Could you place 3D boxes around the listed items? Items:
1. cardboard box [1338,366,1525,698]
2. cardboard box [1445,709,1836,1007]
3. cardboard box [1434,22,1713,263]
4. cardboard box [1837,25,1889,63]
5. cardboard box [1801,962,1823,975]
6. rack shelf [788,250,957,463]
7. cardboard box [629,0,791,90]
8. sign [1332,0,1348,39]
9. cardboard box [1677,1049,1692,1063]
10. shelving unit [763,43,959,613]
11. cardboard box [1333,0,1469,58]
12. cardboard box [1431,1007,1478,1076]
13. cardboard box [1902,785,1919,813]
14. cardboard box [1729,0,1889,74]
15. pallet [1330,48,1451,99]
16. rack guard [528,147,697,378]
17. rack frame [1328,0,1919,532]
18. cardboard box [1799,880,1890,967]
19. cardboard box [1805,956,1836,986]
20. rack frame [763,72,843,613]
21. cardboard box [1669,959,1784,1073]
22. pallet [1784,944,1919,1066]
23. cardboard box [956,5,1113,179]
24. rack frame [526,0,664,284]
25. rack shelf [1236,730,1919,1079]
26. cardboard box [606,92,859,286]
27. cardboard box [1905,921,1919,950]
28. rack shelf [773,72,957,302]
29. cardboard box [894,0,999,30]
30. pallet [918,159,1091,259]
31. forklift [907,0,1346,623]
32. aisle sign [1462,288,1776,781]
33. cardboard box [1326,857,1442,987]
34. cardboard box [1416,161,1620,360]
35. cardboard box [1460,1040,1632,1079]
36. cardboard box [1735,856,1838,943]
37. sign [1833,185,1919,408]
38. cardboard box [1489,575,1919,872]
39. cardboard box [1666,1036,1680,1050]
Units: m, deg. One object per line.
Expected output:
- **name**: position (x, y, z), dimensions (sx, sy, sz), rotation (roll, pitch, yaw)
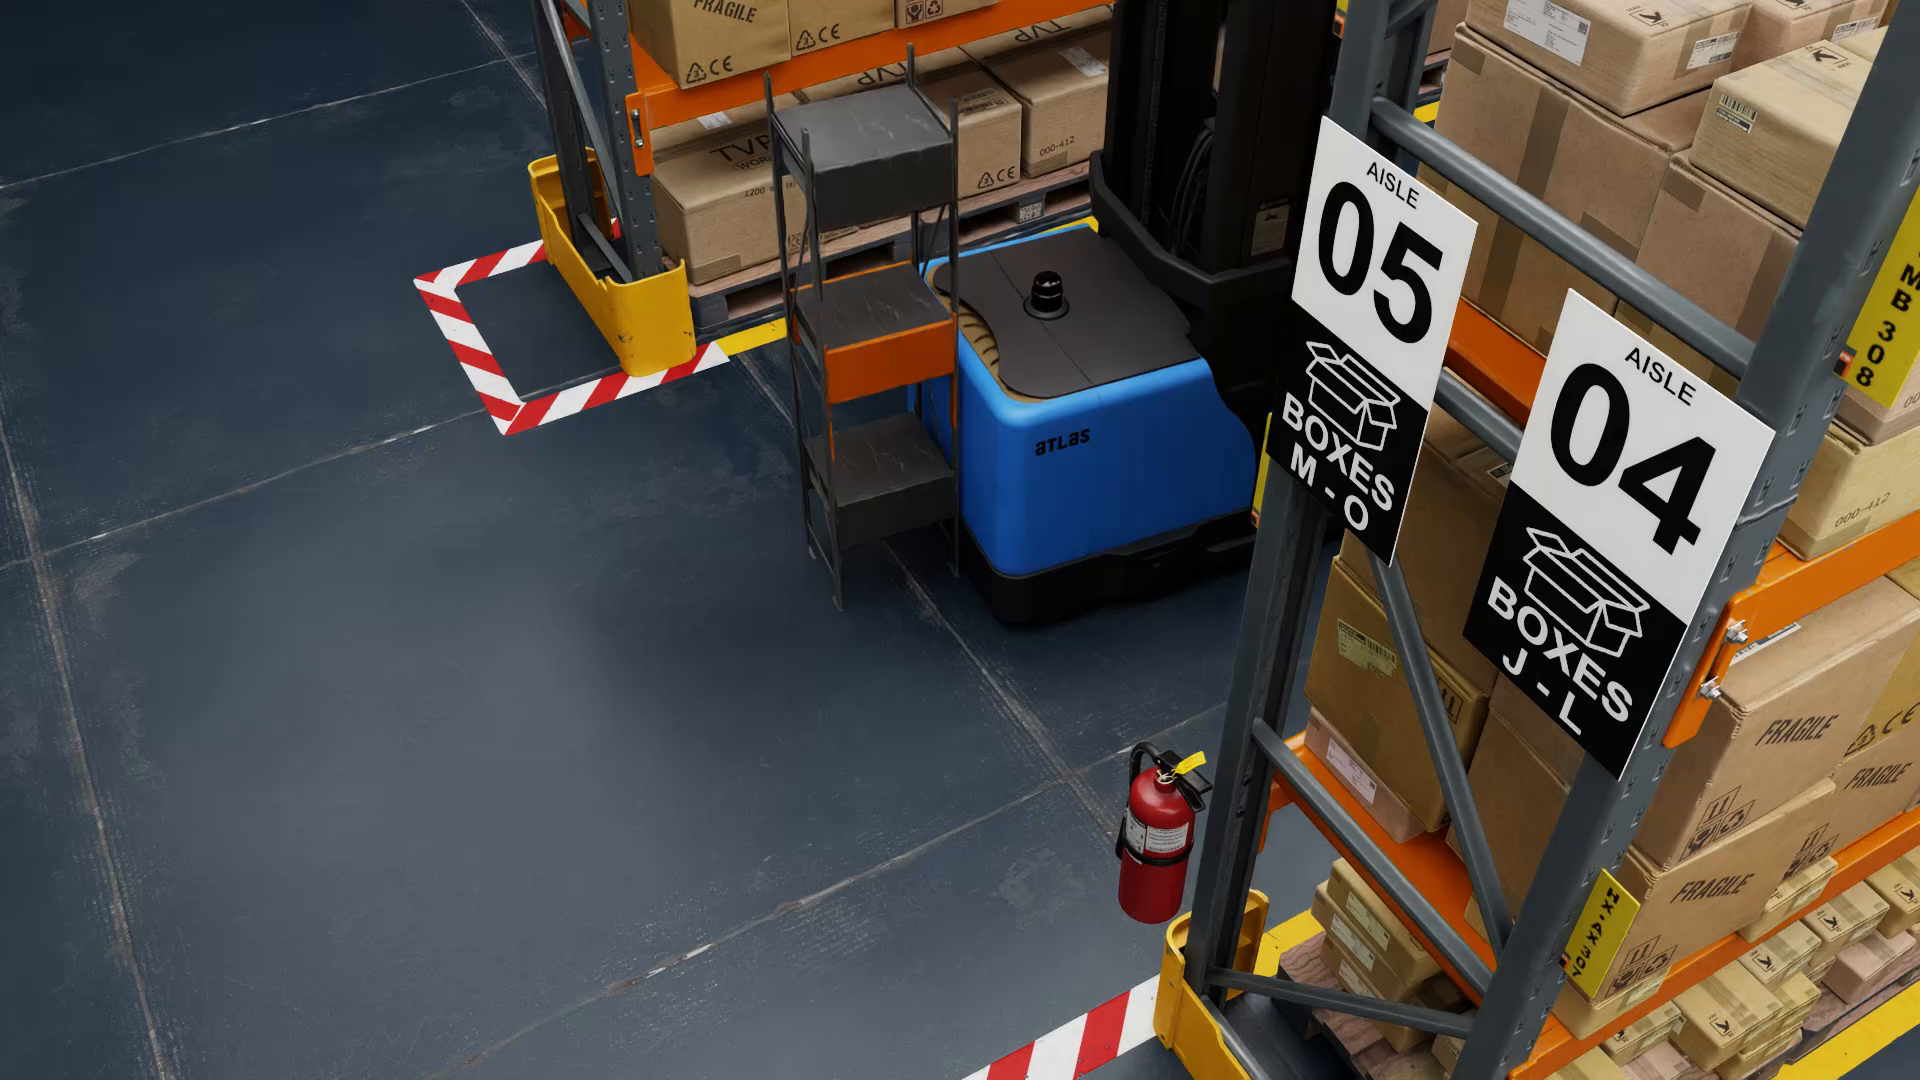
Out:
- **cardboard box**: position (1.225, -0.070, 3.665), dimensions (0.500, 0.500, 0.500), rotation (-23, 49, -22)
- **cardboard box**: position (1.479, 0.609, 3.684), dimensions (0.500, 0.500, 0.500), rotation (-20, 47, -19)
- **cardboard box**: position (1.225, -0.775, 2.990), dimensions (0.500, 0.250, 0.500), rotation (-23, 49, -22)
- **cardboard box**: position (1.576, -0.657, 2.582), dimensions (0.250, 0.149, 0.380), rotation (-20, 48, -19)
- **cardboard box**: position (2.427, 1.107, 4.988), dimensions (0.250, 0.149, 0.380), rotation (-24, 49, -23)
- **rack shelf**: position (-0.313, -0.656, 5.937), dimensions (0.480, 0.518, 0.431), rotation (-16, 47, -16)
- **cardboard box**: position (-1.042, -2.243, 6.836), dimensions (0.500, 0.500, 0.500), rotation (-22, 48, -21)
- **sign**: position (0.693, -0.996, 2.833), dimensions (0.005, 0.325, 0.100), rotation (-22, 48, -21)
- **cardboard box**: position (1.964, 1.394, 4.906), dimensions (0.250, 0.149, 0.380), rotation (-21, 48, -21)
- **shelving unit**: position (-0.313, -0.665, 5.928), dimensions (0.503, 2.100, 0.431), rotation (-16, 47, -16)
- **cardboard box**: position (2.364, -3.253, 9.173), dimensions (0.875, 0.875, 0.875), rotation (-20, 48, -20)
- **cardboard box**: position (1.534, 1.479, 4.604), dimensions (0.250, 0.149, 0.380), rotation (-20, 48, -19)
- **cardboard box**: position (2.361, 0.245, 4.058), dimensions (0.500, 0.500, 0.500), rotation (-21, 48, -20)
- **cardboard box**: position (1.346, -0.937, 2.870), dimensions (0.250, 0.149, 0.380), rotation (-21, 48, -20)
- **pallet**: position (2.498, -2.914, 9.601), dimensions (1.213, 0.211, 1.003), rotation (-22, 48, -21)
- **rack guard**: position (-1.622, -1.309, 7.739), dimensions (0.348, 0.500, 1.175), rotation (-22, 48, -21)
- **rack frame**: position (0.952, -1.413, 1.744), dimensions (0.127, 3.000, 1.000), rotation (-22, 48, -21)
- **cardboard box**: position (2.456, 1.018, 4.866), dimensions (0.250, 0.149, 0.380), rotation (-20, 48, -19)
- **cardboard box**: position (2.414, 1.225, 5.079), dimensions (0.250, 0.149, 0.380), rotation (-22, 48, -21)
- **rack frame**: position (-0.538, -0.599, 5.860), dimensions (0.015, 2.100, 0.400), rotation (-16, 47, -16)
- **cardboard box**: position (2.037, 1.244, 4.633), dimensions (0.250, 0.149, 0.380), rotation (-22, 48, -21)
- **pallet**: position (2.797, 1.034, 5.533), dimensions (1.213, 0.211, 1.003), rotation (-22, 48, -21)
- **cardboard box**: position (0.493, -2.369, 8.575), dimensions (0.875, 0.438, 0.875), rotation (-23, 49, -22)
- **rack frame**: position (-1.602, -2.214, 6.877), dimensions (0.127, 3.000, 1.000), rotation (-22, 48, -21)
- **rack shelf**: position (2.686, 0.304, 4.799), dimensions (4.000, 0.370, 1.077), rotation (-22, 48, -21)
- **cardboard box**: position (-1.079, -1.734, 7.922), dimensions (0.875, 0.438, 0.875), rotation (-23, 49, -22)
- **cardboard box**: position (2.900, 1.079, 5.230), dimensions (0.250, 0.149, 0.380), rotation (-22, 48, -21)
- **rack shelf**: position (-0.313, -1.158, 5.450), dimensions (0.480, 0.518, 0.431), rotation (-16, 47, -16)
- **cardboard box**: position (-0.168, -2.601, 7.204), dimensions (0.500, 0.500, 0.500), rotation (-22, 48, -21)
- **pallet**: position (0.109, -1.958, 8.616), dimensions (1.213, 0.211, 1.003), rotation (-22, 48, -21)
- **forklift**: position (1.342, -1.410, 6.098), dimensions (3.031, 2.935, 1.130), rotation (-16, 47, -16)
- **aisle sign**: position (1.038, 0.014, 2.715), dimensions (0.004, 0.787, 0.394), rotation (-22, 48, -21)
- **cardboard box**: position (1.285, 1.062, 4.820), dimensions (0.250, 0.149, 0.380), rotation (-21, 48, -20)
- **cardboard box**: position (1.215, -0.600, 3.168), dimensions (0.500, 0.250, 0.500), rotation (-23, 49, -22)
- **cardboard box**: position (1.576, 1.422, 4.449), dimensions (0.250, 0.149, 0.380), rotation (-24, 49, -23)
- **cardboard box**: position (1.856, 0.742, 4.012), dimensions (0.250, 0.149, 0.380), rotation (-23, 49, -22)
- **sign**: position (1.223, -0.322, 2.147), dimensions (0.005, 0.325, 0.100), rotation (-22, 48, -21)
- **cardboard box**: position (1.474, 0.243, 3.342), dimensions (0.500, 0.500, 0.500), rotation (-22, 48, -21)
- **cardboard box**: position (1.968, 1.280, 4.809), dimensions (0.250, 0.149, 0.380), rotation (-21, 48, -20)
